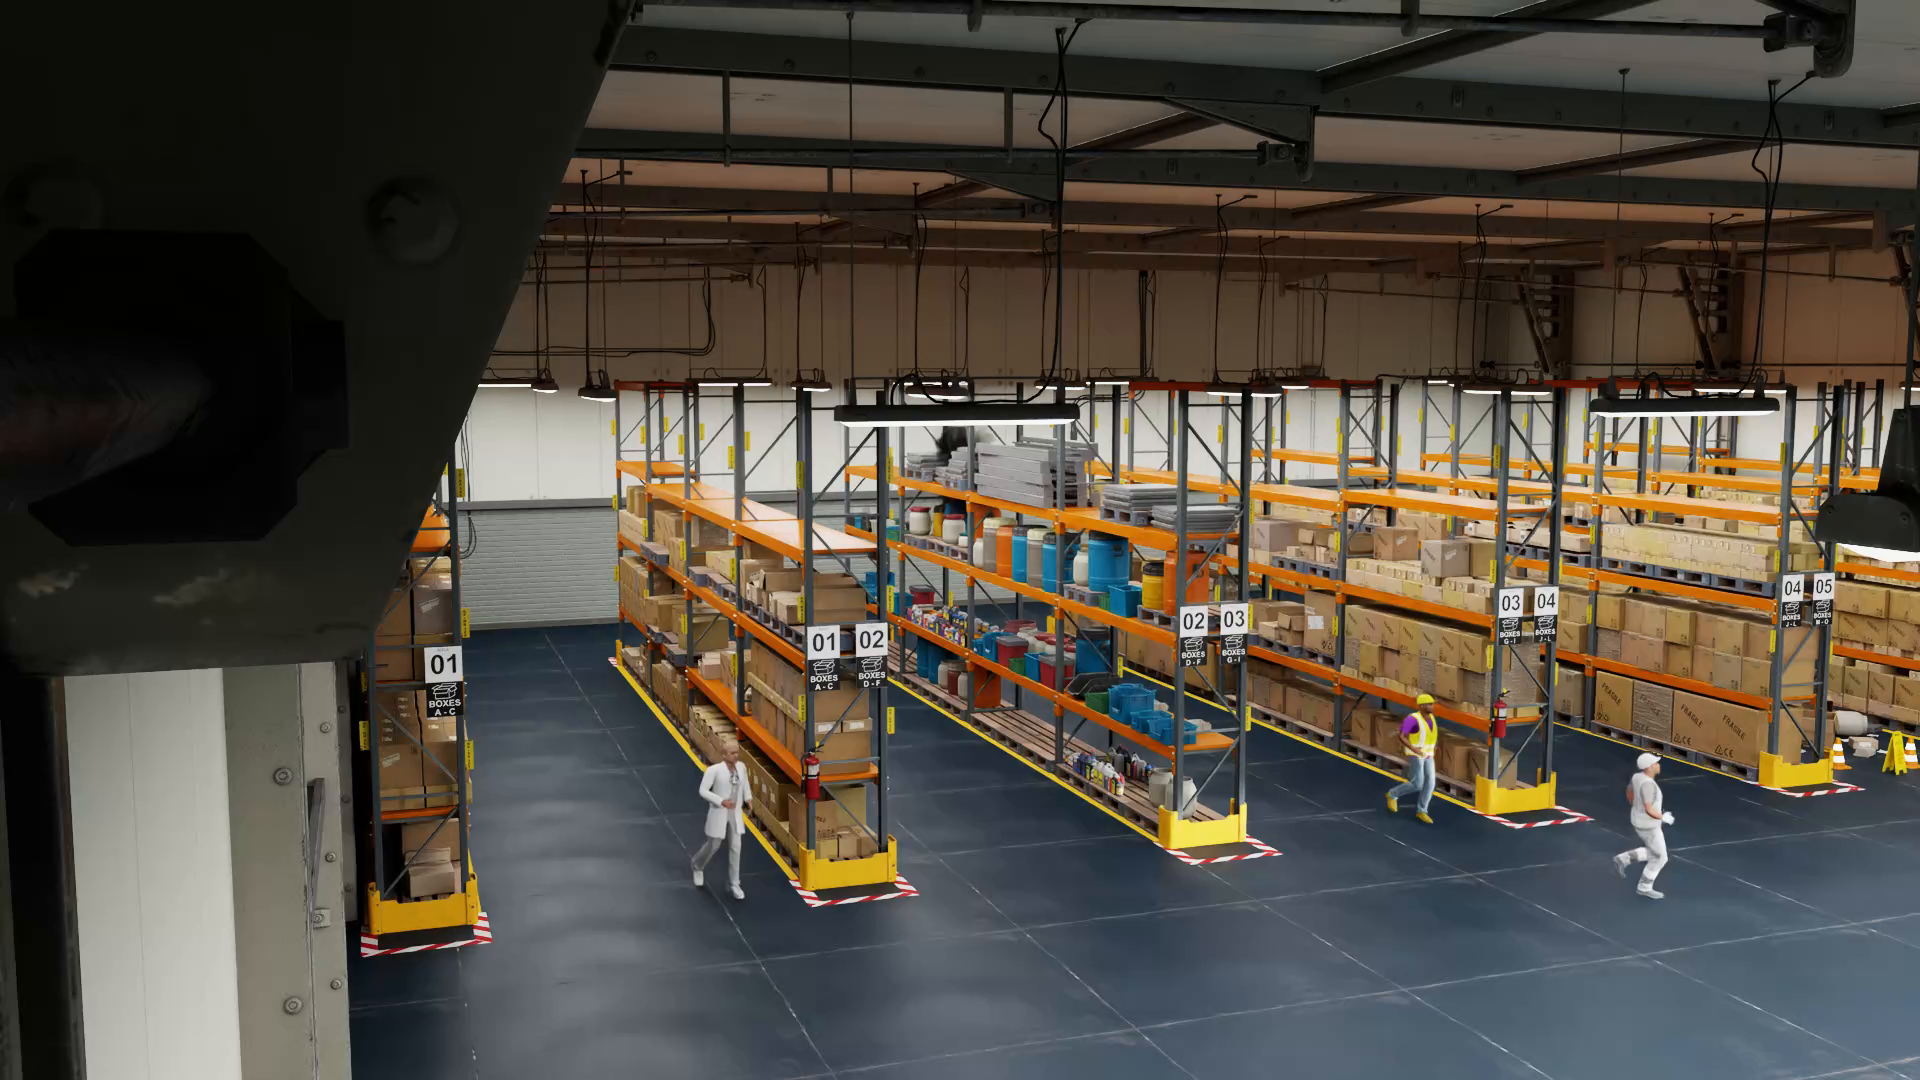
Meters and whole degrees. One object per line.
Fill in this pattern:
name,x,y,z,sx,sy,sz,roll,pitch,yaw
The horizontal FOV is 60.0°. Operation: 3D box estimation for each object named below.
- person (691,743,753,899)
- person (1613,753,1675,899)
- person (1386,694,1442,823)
person,-2.799,3.323,20.020,0.763,1.784,0.976,-5,8,-38
person,8.128,3.385,19.767,0.619,1.739,0.698,1,6,7
person,6.429,3.016,23.301,0.759,1.749,0.738,-5,8,-38
